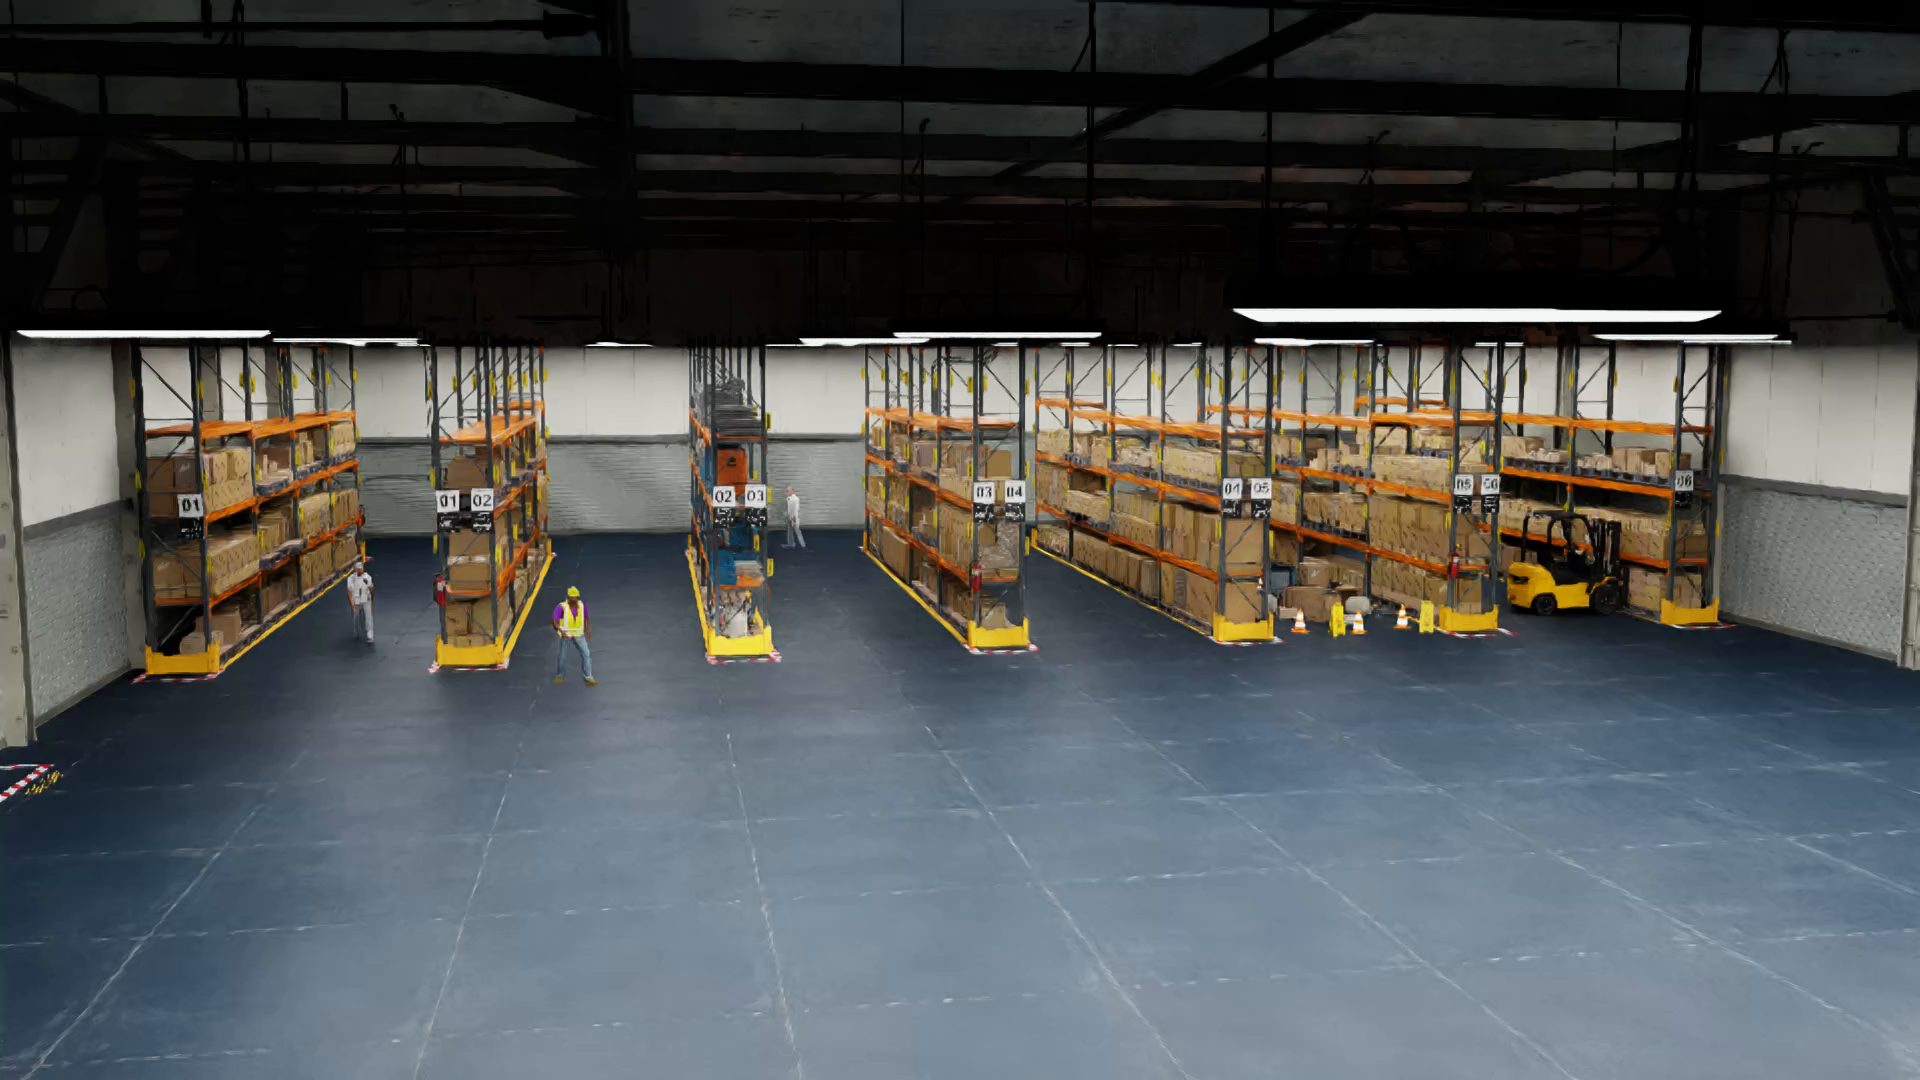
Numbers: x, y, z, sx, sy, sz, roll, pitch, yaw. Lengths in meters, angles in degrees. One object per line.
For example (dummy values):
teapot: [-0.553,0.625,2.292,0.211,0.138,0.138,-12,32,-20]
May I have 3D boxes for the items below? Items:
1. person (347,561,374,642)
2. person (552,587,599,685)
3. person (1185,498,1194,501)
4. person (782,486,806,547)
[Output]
person: [-11.743,1.194,32.578,0.505,1.580,1.063,-2,7,-20]
person: [-6.627,1.626,28.398,0.710,1.703,0.836,-3,7,-27]
person: [6.098,-0.259,44.371,0.583,1.786,0.658,2,7,13]
person: [-4.795,-0.570,48.183,0.511,1.578,0.780,-5,9,-40]
